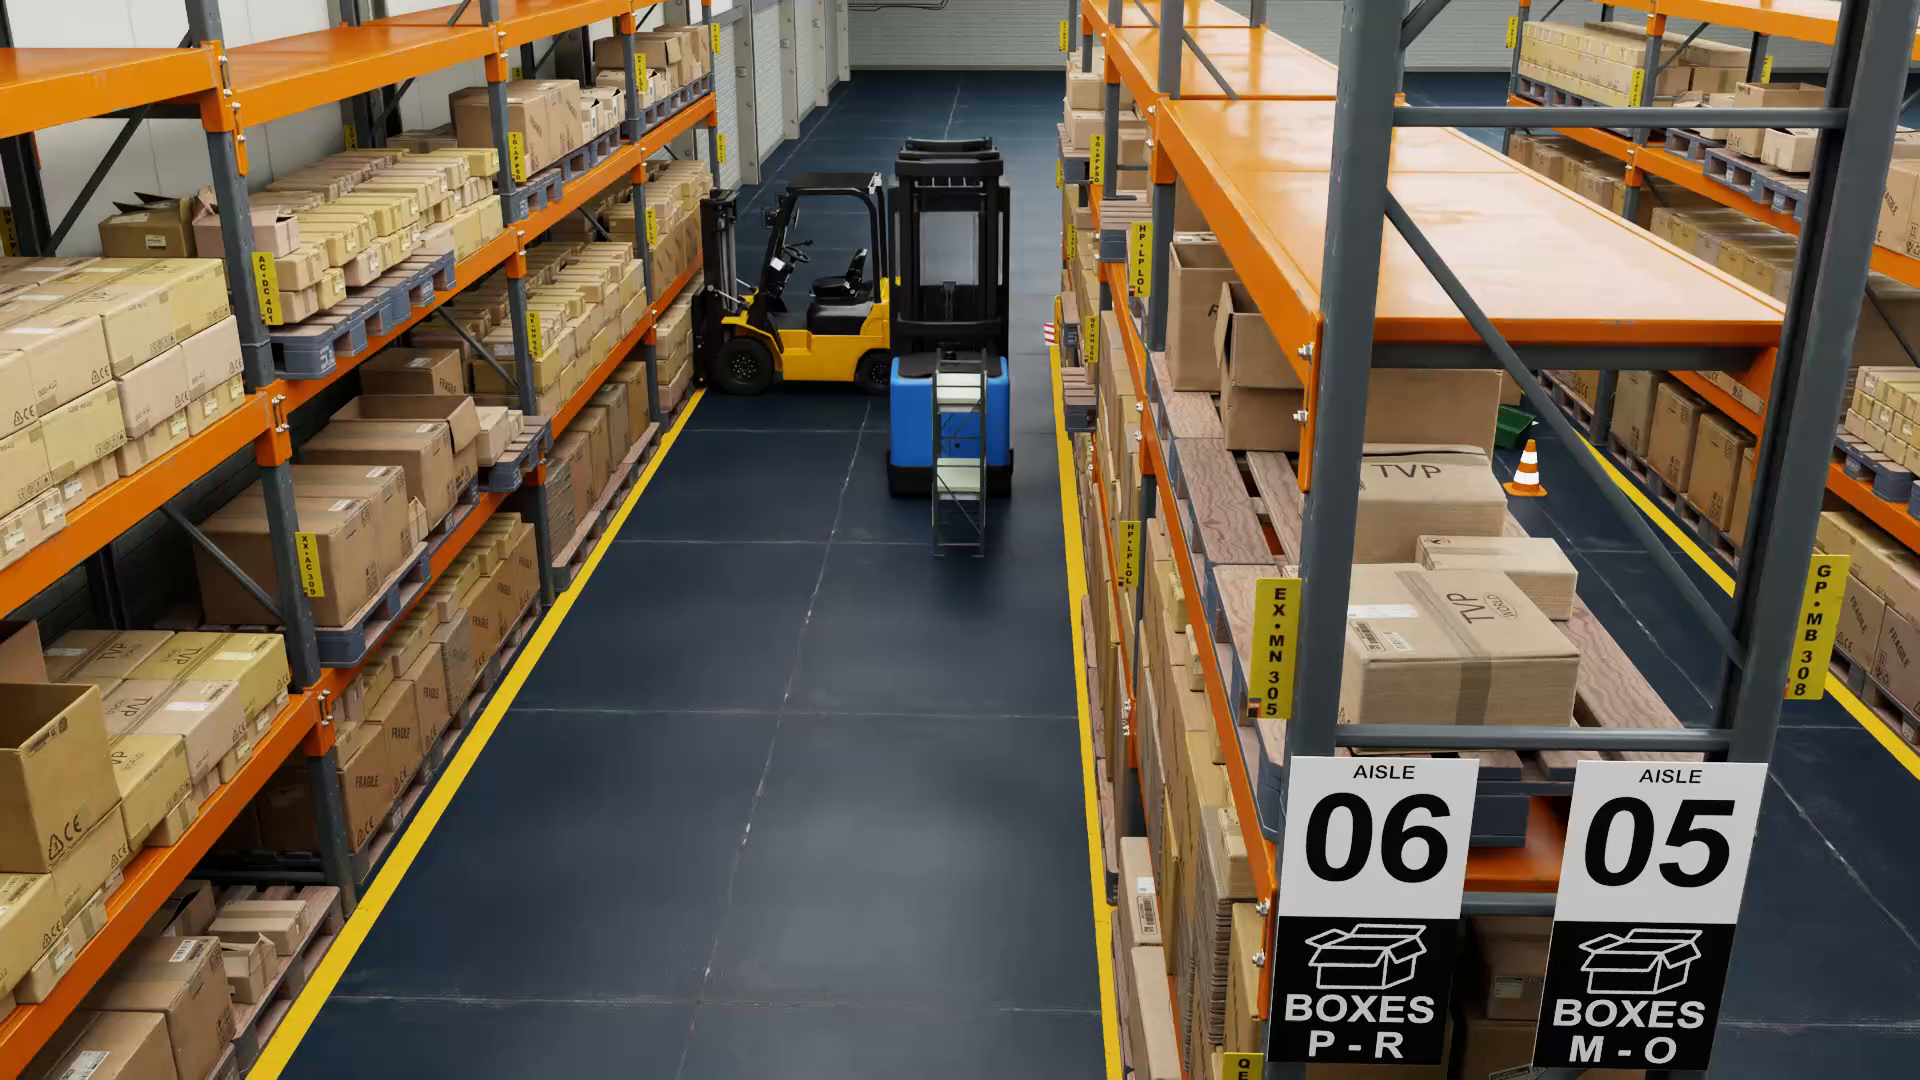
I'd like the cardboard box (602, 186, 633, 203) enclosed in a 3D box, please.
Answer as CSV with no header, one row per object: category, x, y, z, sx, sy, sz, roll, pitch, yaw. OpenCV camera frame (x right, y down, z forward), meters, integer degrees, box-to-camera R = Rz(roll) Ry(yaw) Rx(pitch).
cardboard box,-3.568,-3.535,17.047,0.380,0.149,0.250,1,21,3

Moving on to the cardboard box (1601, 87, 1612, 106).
cardboard box,6.232,-4.147,15.552,0.380,0.149,0.250,1,21,2

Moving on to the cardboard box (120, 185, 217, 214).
cardboard box,-3.714,-1.545,7.862,0.396,0.266,0.258,1,21,2

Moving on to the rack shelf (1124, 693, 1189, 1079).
rack shelf,1.271,1.630,6.177,1.077,0.370,4.000,1,21,2

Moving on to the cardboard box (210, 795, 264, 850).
cardboard box,-3.910,1.307,8.890,0.500,0.500,0.500,1,21,1

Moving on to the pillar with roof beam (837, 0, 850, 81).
pillar with roof beam,1.029,-17.176,45.355,9.100,9.000,0.400,1,21,2

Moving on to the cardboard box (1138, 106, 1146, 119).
cardboard box,1.676,-3.499,13.188,0.500,0.250,0.500,1,21,3

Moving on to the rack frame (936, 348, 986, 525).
rack frame,0.011,-0.834,13.605,0.400,1.500,0.023,1,21,2

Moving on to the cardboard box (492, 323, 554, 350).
cardboard box,-3.197,-1.486,12.177,0.380,0.149,0.250,1,21,3

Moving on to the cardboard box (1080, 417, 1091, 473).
cardboard box,1.544,-0.842,14.606,0.950,0.372,0.625,2,21,5

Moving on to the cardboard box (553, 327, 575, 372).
cardboard box,-3.234,-1.430,12.585,0.500,0.250,0.500,1,21,3

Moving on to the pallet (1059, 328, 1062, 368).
pallet,1.635,-2.147,18.770,1.003,0.211,1.213,1,21,2

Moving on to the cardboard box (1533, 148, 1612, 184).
cardboard box,6.521,-3.789,17.446,0.875,0.550,0.550,1,21,2

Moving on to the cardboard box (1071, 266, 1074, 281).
cardboard box,1.308,-2.691,16.666,0.380,0.149,0.250,0,21,1

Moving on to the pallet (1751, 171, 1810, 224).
pallet,6.371,-2.401,11.685,1.213,0.211,1.003,2,21,4

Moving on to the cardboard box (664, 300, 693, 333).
cardboard box,-3.028,-2.291,17.125,0.500,0.250,0.500,1,21,3

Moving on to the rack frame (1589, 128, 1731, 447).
rack frame,6.526,-2.304,15.319,1.000,3.000,0.127,1,21,2

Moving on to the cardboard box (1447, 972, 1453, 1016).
cardboard box,1.021,1.070,4.207,0.380,0.149,0.250,1,21,2

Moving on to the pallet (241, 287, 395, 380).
pallet,-3.539,-1.028,8.145,1.213,0.211,1.003,1,21,2

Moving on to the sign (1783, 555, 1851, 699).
sign,1.765,0.183,3.447,0.100,0.325,0.005,1,21,2

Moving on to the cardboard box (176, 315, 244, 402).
cardboard box,-3.394,-0.772,7.022,0.500,0.250,0.500,1,21,2

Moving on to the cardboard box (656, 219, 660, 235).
cardboard box,-3.127,-3.024,16.142,0.380,0.149,0.250,1,21,2

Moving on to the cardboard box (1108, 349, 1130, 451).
cardboard box,1.158,-0.846,10.042,0.500,0.500,0.500,1,21,3

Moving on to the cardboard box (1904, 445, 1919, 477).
cardboard box,6.167,-0.484,10.397,0.380,0.149,0.250,2,21,4

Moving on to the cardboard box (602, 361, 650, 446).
cardboard box,-3.391,-1.275,15.370,0.875,0.625,0.625,2,21,4

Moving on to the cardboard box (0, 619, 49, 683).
cardboard box,-3.941,0.635,6.505,0.500,0.500,0.500,0,21,0

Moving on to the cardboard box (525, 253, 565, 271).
cardboard box,-3.680,-2.412,14.564,0.380,0.149,0.250,1,21,1

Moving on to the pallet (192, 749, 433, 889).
pallet,-3.642,1.523,9.311,1.003,0.211,1.213,1,21,2

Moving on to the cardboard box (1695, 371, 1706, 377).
cardboard box,6.193,-1.616,13.409,0.500,0.500,0.500,1,21,2

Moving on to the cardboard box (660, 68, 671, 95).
cardboard box,-3.037,-4.486,16.265,0.396,0.266,0.258,0,21,0

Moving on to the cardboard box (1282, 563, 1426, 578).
cardboard box,1.067,0.178,4.407,0.380,0.149,0.250,-1,21,-3

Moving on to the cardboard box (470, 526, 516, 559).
cardboard box,-3.247,0.019,11.311,0.380,0.149,0.250,0,21,-1

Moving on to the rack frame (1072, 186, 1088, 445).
rack frame,1.575,-2.321,15.365,1.000,3.000,0.127,1,21,2

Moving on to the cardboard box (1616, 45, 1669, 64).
cardboard box,6.227,-4.426,15.169,0.380,0.149,0.250,1,21,1

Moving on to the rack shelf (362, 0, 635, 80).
rack shelf,-3.447,-3.927,12.756,1.077,0.370,4.000,1,21,2

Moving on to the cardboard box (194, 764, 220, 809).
cardboard box,-3.392,1.036,7.059,0.380,0.149,0.250,1,21,3

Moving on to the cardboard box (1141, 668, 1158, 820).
cardboard box,1.037,0.873,6.994,0.500,0.500,0.500,1,21,2

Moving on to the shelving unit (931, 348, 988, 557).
shelving unit,0.000,-0.702,13.264,0.431,1.500,0.755,1,21,2

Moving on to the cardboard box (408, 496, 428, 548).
cardboard box,-3.204,-0.113,9.280,0.396,0.266,0.258,2,21,4

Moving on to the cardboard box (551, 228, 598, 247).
cardboard box,-3.633,-2.843,15.674,0.380,0.149,0.250,1,21,1

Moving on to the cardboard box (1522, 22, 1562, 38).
cardboard box,6.320,-5.528,18.009,0.380,0.149,0.250,1,21,2

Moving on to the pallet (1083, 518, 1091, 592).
pallet,1.479,0.142,12.870,1.003,0.211,1.213,1,21,2

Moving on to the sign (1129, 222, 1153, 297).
sign,0.789,-1.218,7.224,0.100,0.325,0.005,1,21,2

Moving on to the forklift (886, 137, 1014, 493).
forklift,-0.103,-2.256,15.291,1.130,2.935,3.031,0,21,-1

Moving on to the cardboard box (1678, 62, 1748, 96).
cardboard box,6.821,-4.187,15.103,0.500,0.250,0.500,1,21,2

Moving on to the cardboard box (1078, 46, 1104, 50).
cardboard box,1.482,-5.295,18.126,0.380,0.149,0.250,0,21,1

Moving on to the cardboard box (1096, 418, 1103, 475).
cardboard box,1.187,-0.631,11.216,0.500,0.250,0.500,0,21,1

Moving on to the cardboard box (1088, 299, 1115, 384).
cardboard box,1.190,-1.424,11.921,0.500,0.500,0.500,0,21,0

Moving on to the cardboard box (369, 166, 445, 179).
cardboard box,-3.343,-2.172,10.078,0.380,0.149,0.250,0,21,1

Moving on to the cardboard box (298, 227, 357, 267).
cardboard box,-3.195,-1.436,8.154,0.380,0.149,0.250,0,21,1

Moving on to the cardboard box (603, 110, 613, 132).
cardboard box,-3.116,-3.497,13.878,0.380,0.149,0.250,1,21,1

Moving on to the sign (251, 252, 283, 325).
sign,-3.087,-1.118,7.403,0.100,0.325,0.005,1,21,2

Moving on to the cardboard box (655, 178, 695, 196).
cardboard box,-3.003,-3.714,17.509,0.380,0.149,0.250,1,21,3

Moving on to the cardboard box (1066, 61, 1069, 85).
cardboard box,1.415,-5.056,18.062,0.500,0.250,0.500,0,21,1

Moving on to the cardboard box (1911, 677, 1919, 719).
cardboard box,6.090,0.917,9.893,0.500,0.500,0.500,0,21,0

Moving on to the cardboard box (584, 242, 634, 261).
cardboard box,-3.175,-2.598,15.042,0.380,0.149,0.250,1,21,3

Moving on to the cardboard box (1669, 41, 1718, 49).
cardboard box,6.899,-4.602,15.623,0.380,0.149,0.250,0,21,1
